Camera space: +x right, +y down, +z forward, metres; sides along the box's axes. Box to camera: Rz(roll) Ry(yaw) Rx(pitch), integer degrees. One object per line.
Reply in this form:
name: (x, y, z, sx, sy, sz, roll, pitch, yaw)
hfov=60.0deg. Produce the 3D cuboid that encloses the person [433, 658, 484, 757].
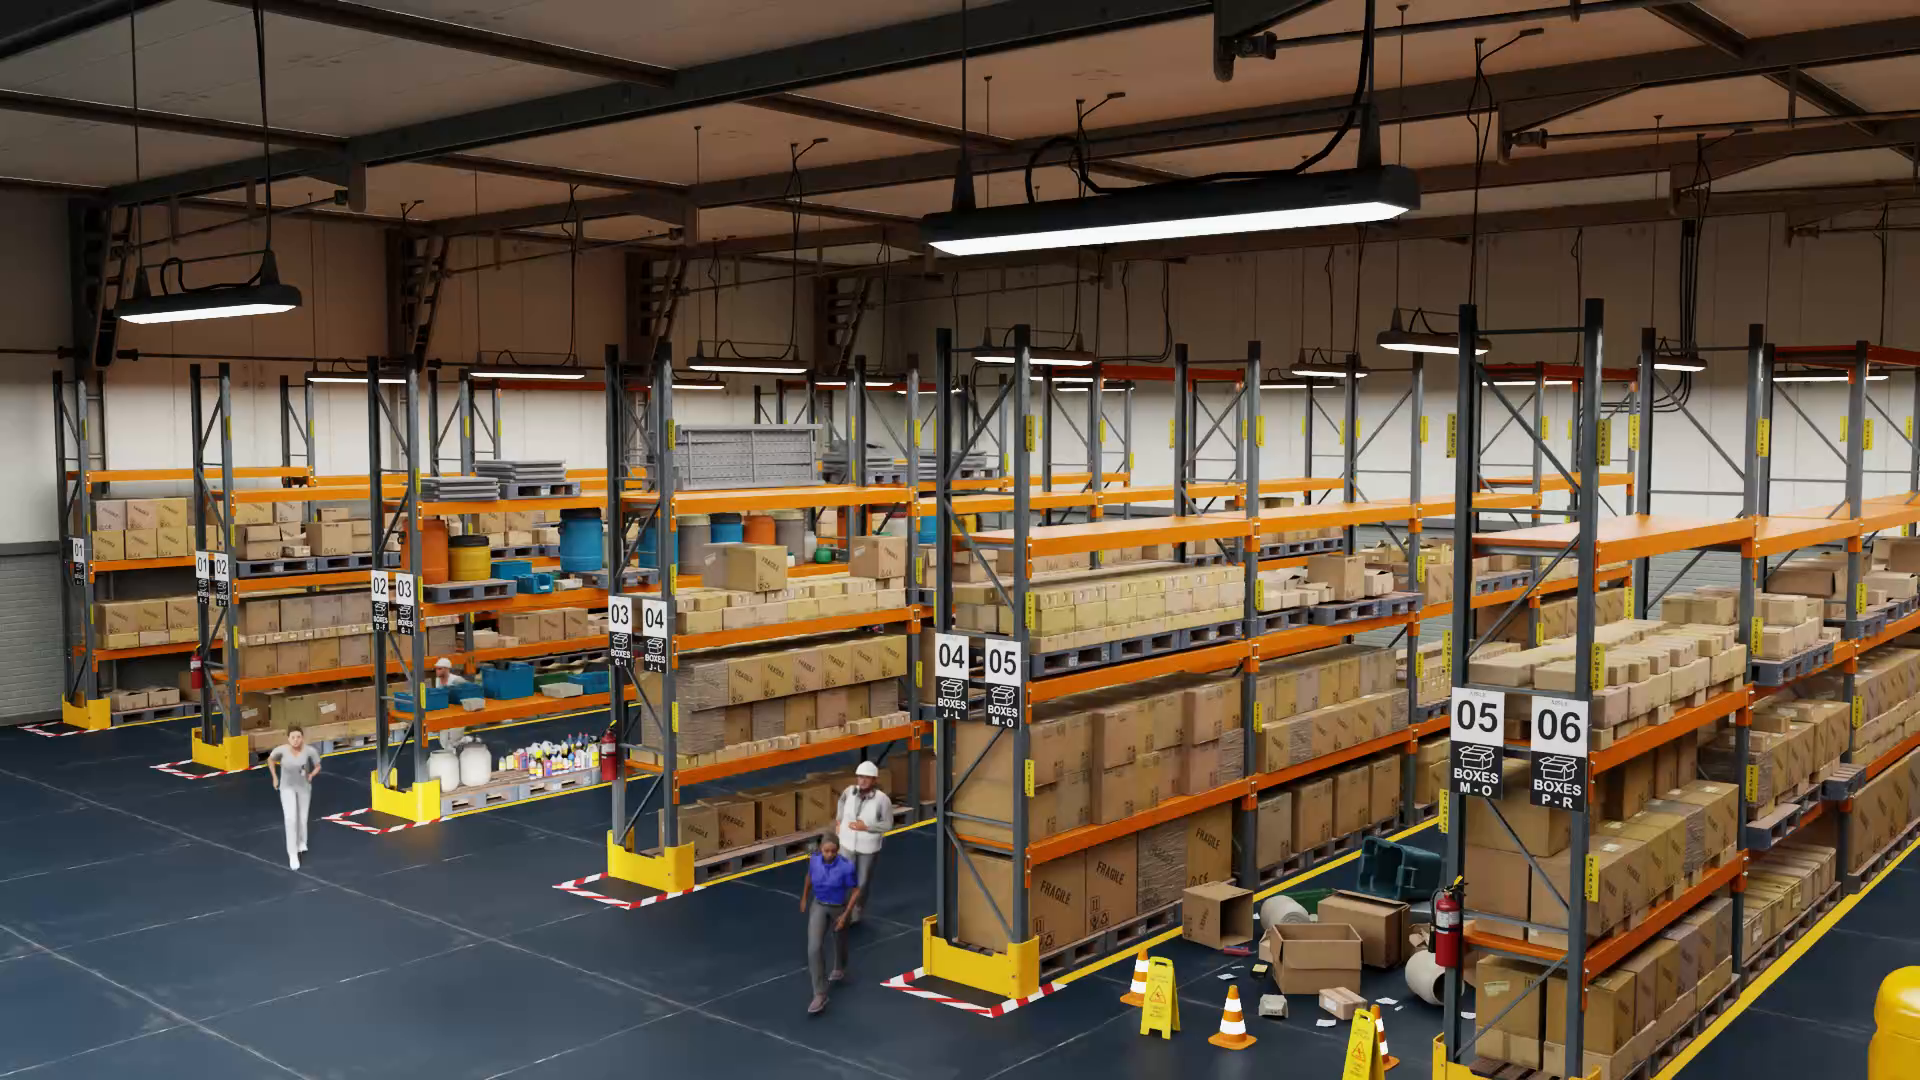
person: (-7.345, 2.556, 24.321, 0.646, 1.732, 0.826, 3, 5, 35)

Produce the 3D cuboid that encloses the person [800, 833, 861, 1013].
person: (-1.154, 3.298, 14.800, 0.599, 1.539, 1.042, 1, 4, 8)

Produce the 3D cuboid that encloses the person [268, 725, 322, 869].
person: (-7.778, 2.959, 19.478, 0.582, 1.657, 0.880, -2, 5, -25)

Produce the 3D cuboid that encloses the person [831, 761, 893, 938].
person: (-0.948, 3.113, 16.748, 0.631, 1.848, 0.706, 1, 4, 10)
